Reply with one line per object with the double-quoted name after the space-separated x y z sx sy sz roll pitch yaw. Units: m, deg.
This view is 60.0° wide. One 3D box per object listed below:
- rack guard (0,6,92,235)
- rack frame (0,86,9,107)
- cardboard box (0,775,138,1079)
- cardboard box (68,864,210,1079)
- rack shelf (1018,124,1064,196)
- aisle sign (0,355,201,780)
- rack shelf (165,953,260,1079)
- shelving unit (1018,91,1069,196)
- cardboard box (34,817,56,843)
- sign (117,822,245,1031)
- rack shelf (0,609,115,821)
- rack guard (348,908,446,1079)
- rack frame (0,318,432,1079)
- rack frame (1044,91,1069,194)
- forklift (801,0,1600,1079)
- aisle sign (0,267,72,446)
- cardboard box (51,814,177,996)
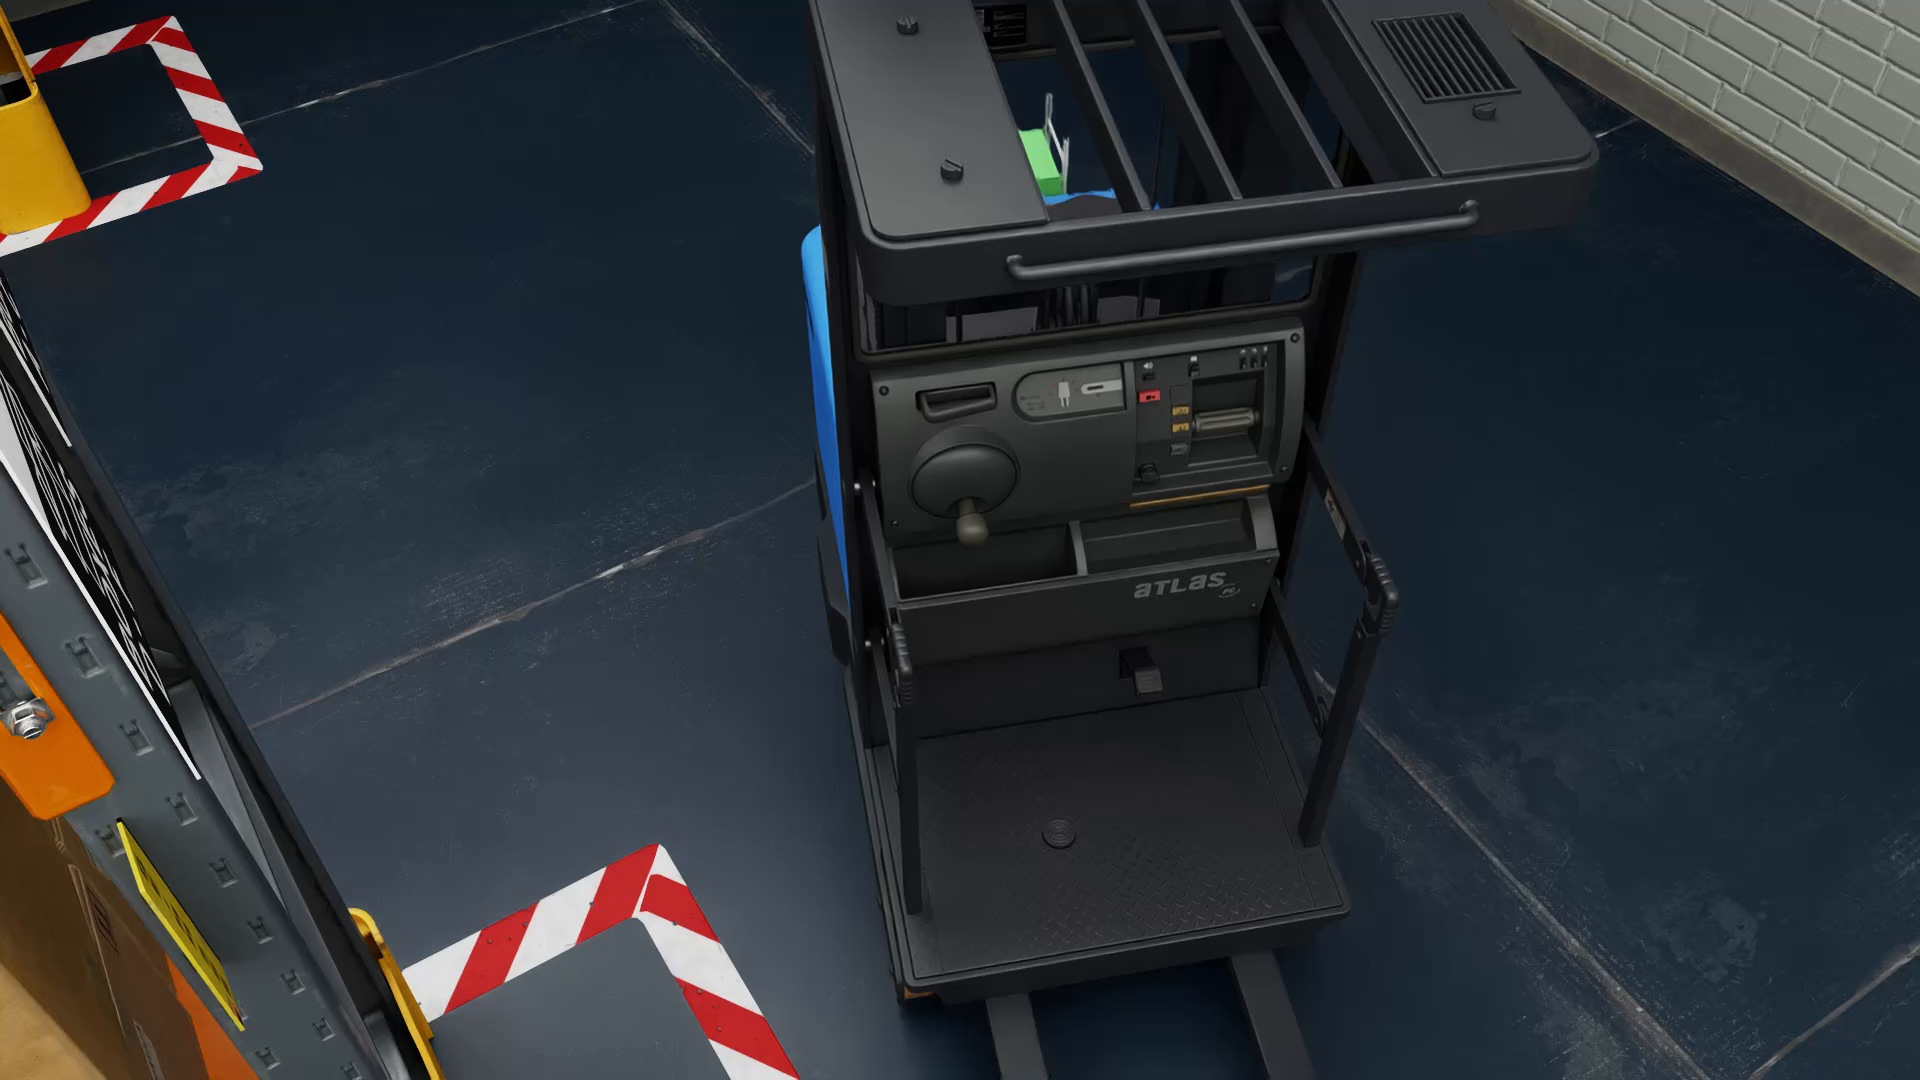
-3.775 -1.735 6.460 0.348 0.500 1.175 -25 53 -21 "rack guard"
-3.795 -2.557 5.518 0.127 3.000 1.000 -25 53 -21 "rack frame"
-1.378 0.556 2.010 0.500 0.500 0.500 -26 53 -21 "cardboard box"
-1.382 0.888 2.384 0.500 0.500 0.500 -24 52 -20 "cardboard box"
0.036 -1.050 4.824 0.480 0.148 0.258 -8 49 -7 "rack shelf"
-0.928 -0.128 1.614 0.004 0.787 0.394 -25 53 -21 "aisle sign"
-2.840 1.607 2.292 4.000 0.370 1.077 -25 53 -21 "rack shelf"
0.036 -0.772 5.134 0.503 1.200 0.258 -8 49 -7 "shelving unit"
-1.665 0.215 2.314 0.500 0.500 0.500 -24 52 -20 "cardboard box"
-0.870 0.439 1.864 0.005 0.325 0.100 -25 53 -21 "sign"
-2.840 0.609 1.172 4.000 0.370 1.077 -25 53 -21 "rack shelf"
-1.213 1.432 3.640 0.348 0.500 1.175 -25 53 -21 "rack guard"
-1.149 0.570 2.733 0.127 3.000 1.000 -25 53 -21 "rack frame"
0.275 -0.806 5.164 0.015 1.200 0.240 -8 49 -7 "rack frame"
0.323 -0.125 3.398 1.130 2.935 3.031 -8 49 -7 "forklift"
-1.248 -0.507 1.952 0.004 0.787 0.394 -25 53 -21 "aisle sign"
-1.665 0.547 2.687 0.500 0.500 0.500 -24 53 -20 "cardboard box"
